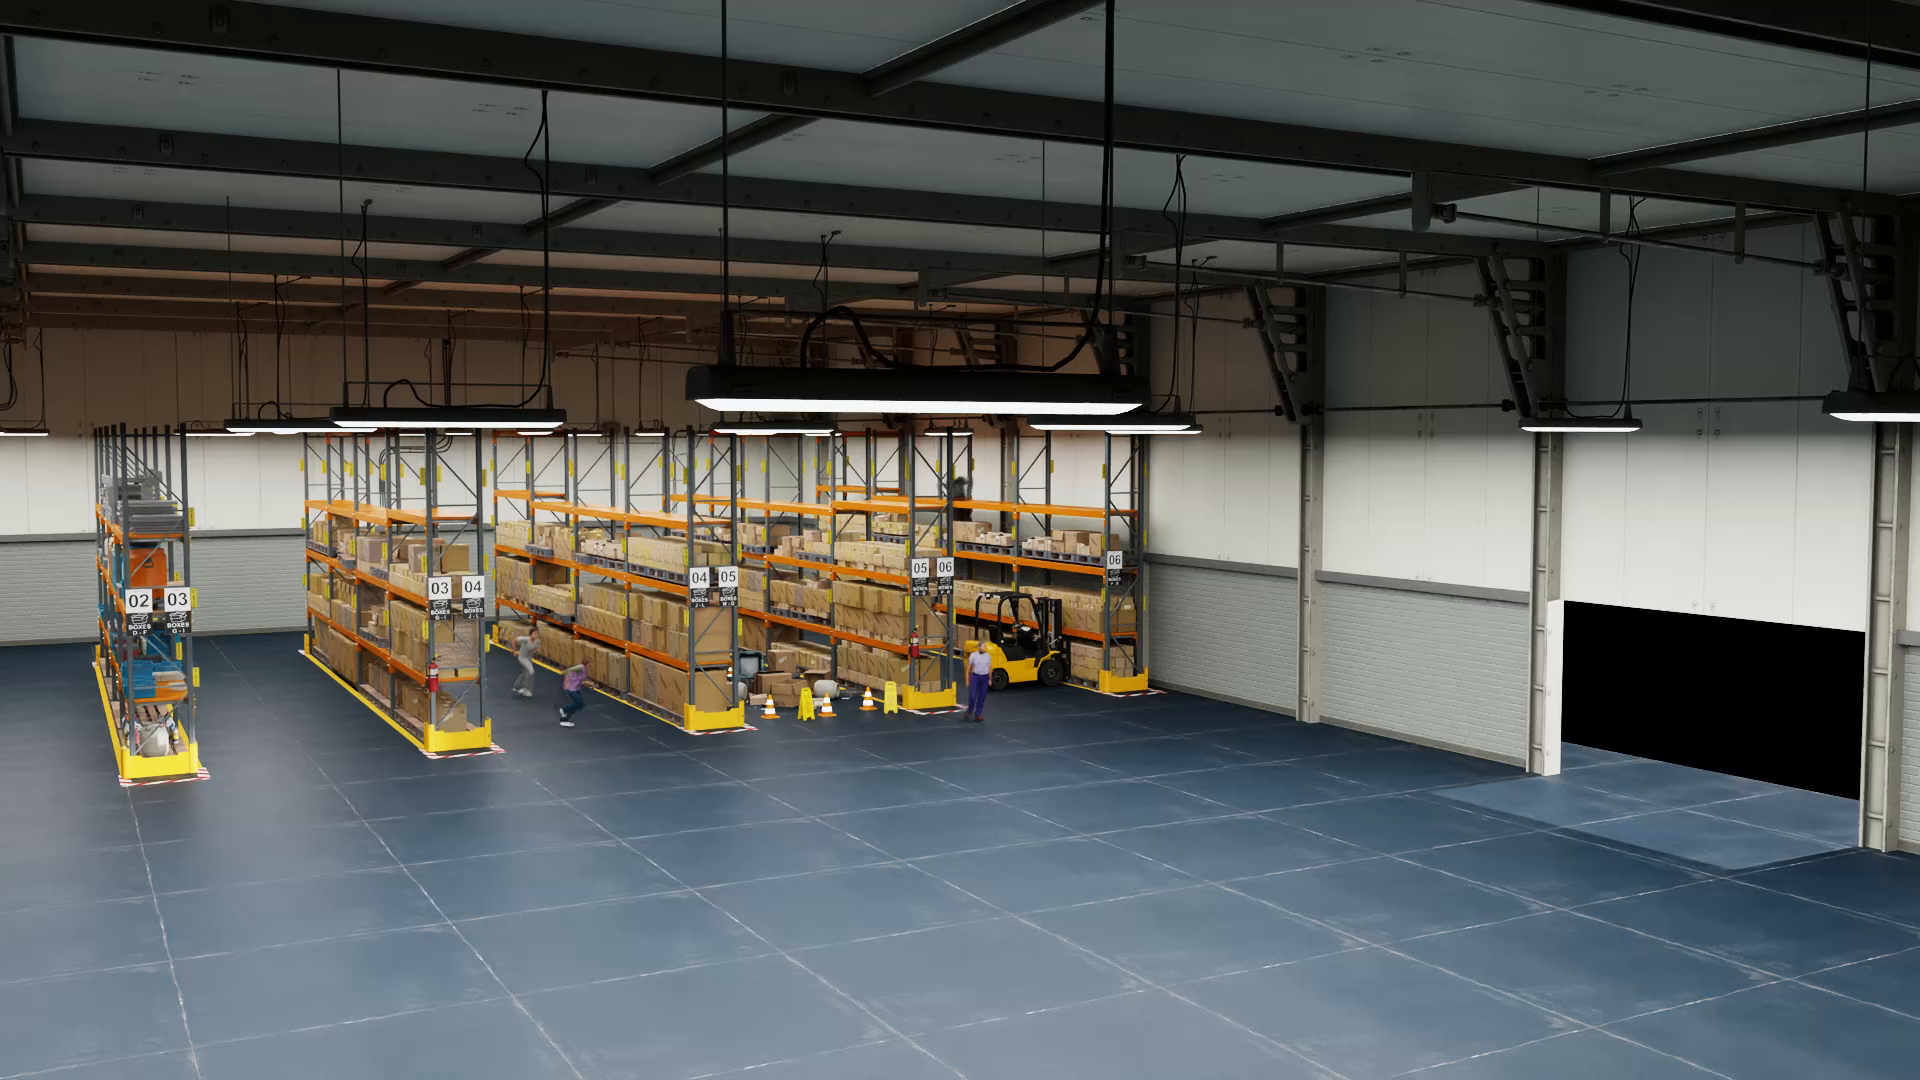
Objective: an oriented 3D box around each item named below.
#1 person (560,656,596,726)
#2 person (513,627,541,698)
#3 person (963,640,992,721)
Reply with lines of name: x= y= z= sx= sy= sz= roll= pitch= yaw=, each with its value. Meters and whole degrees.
person: x=-7.628 y=3.013 z=33.058 sx=0.754 sy=1.427 sz=0.570 roll=1 pitch=4 yaw=13
person: x=-9.680 y=2.721 z=37.002 sx=0.932 sy=1.590 sz=0.611 roll=3 pitch=5 yaw=41
person: x=0.355 y=2.849 z=33.793 sx=0.583 sy=1.638 sz=0.441 roll=-1 pitch=4 yaw=-23
